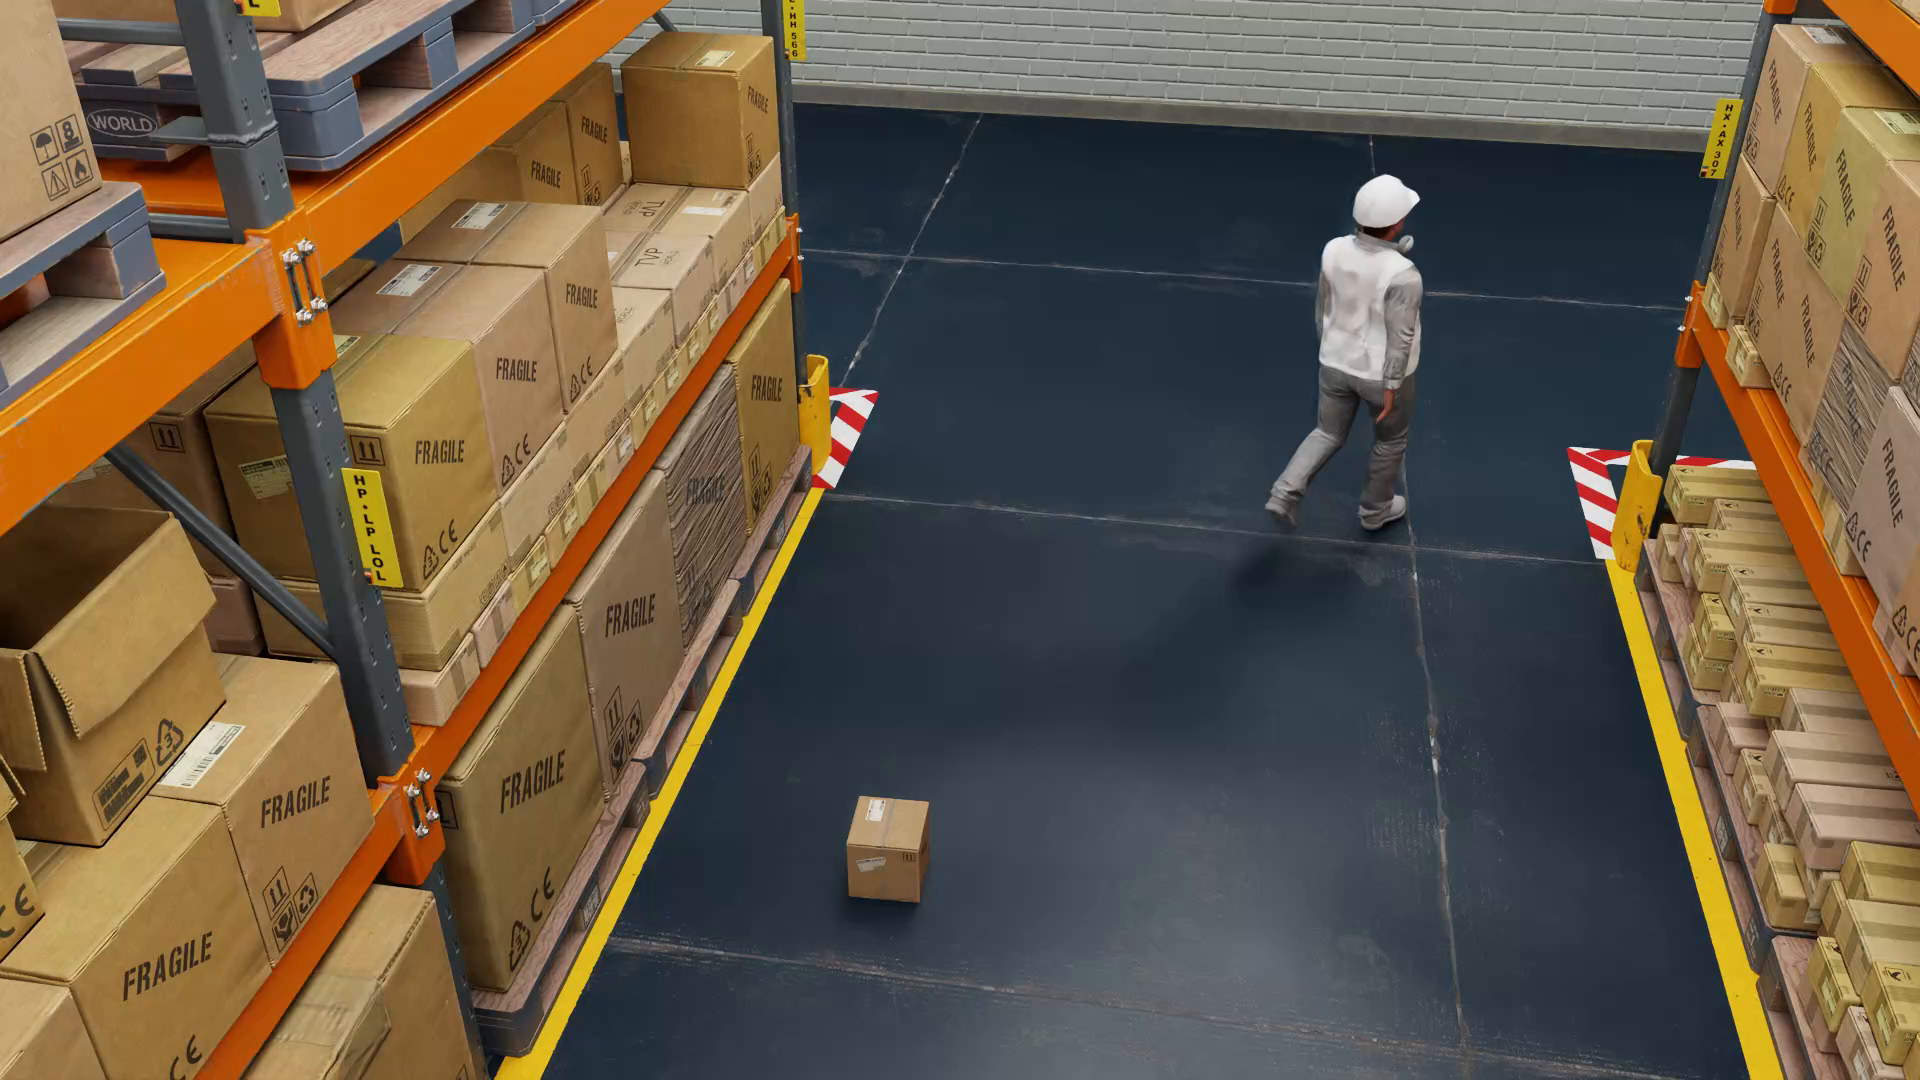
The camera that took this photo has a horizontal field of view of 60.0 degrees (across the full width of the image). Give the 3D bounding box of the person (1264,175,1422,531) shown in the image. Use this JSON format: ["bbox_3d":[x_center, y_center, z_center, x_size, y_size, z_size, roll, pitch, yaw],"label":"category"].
[{"bbox_3d":[1.762,-0.777,7.337,0.830,1.746,0.534,-27,41,-36],"label":"person"}]
